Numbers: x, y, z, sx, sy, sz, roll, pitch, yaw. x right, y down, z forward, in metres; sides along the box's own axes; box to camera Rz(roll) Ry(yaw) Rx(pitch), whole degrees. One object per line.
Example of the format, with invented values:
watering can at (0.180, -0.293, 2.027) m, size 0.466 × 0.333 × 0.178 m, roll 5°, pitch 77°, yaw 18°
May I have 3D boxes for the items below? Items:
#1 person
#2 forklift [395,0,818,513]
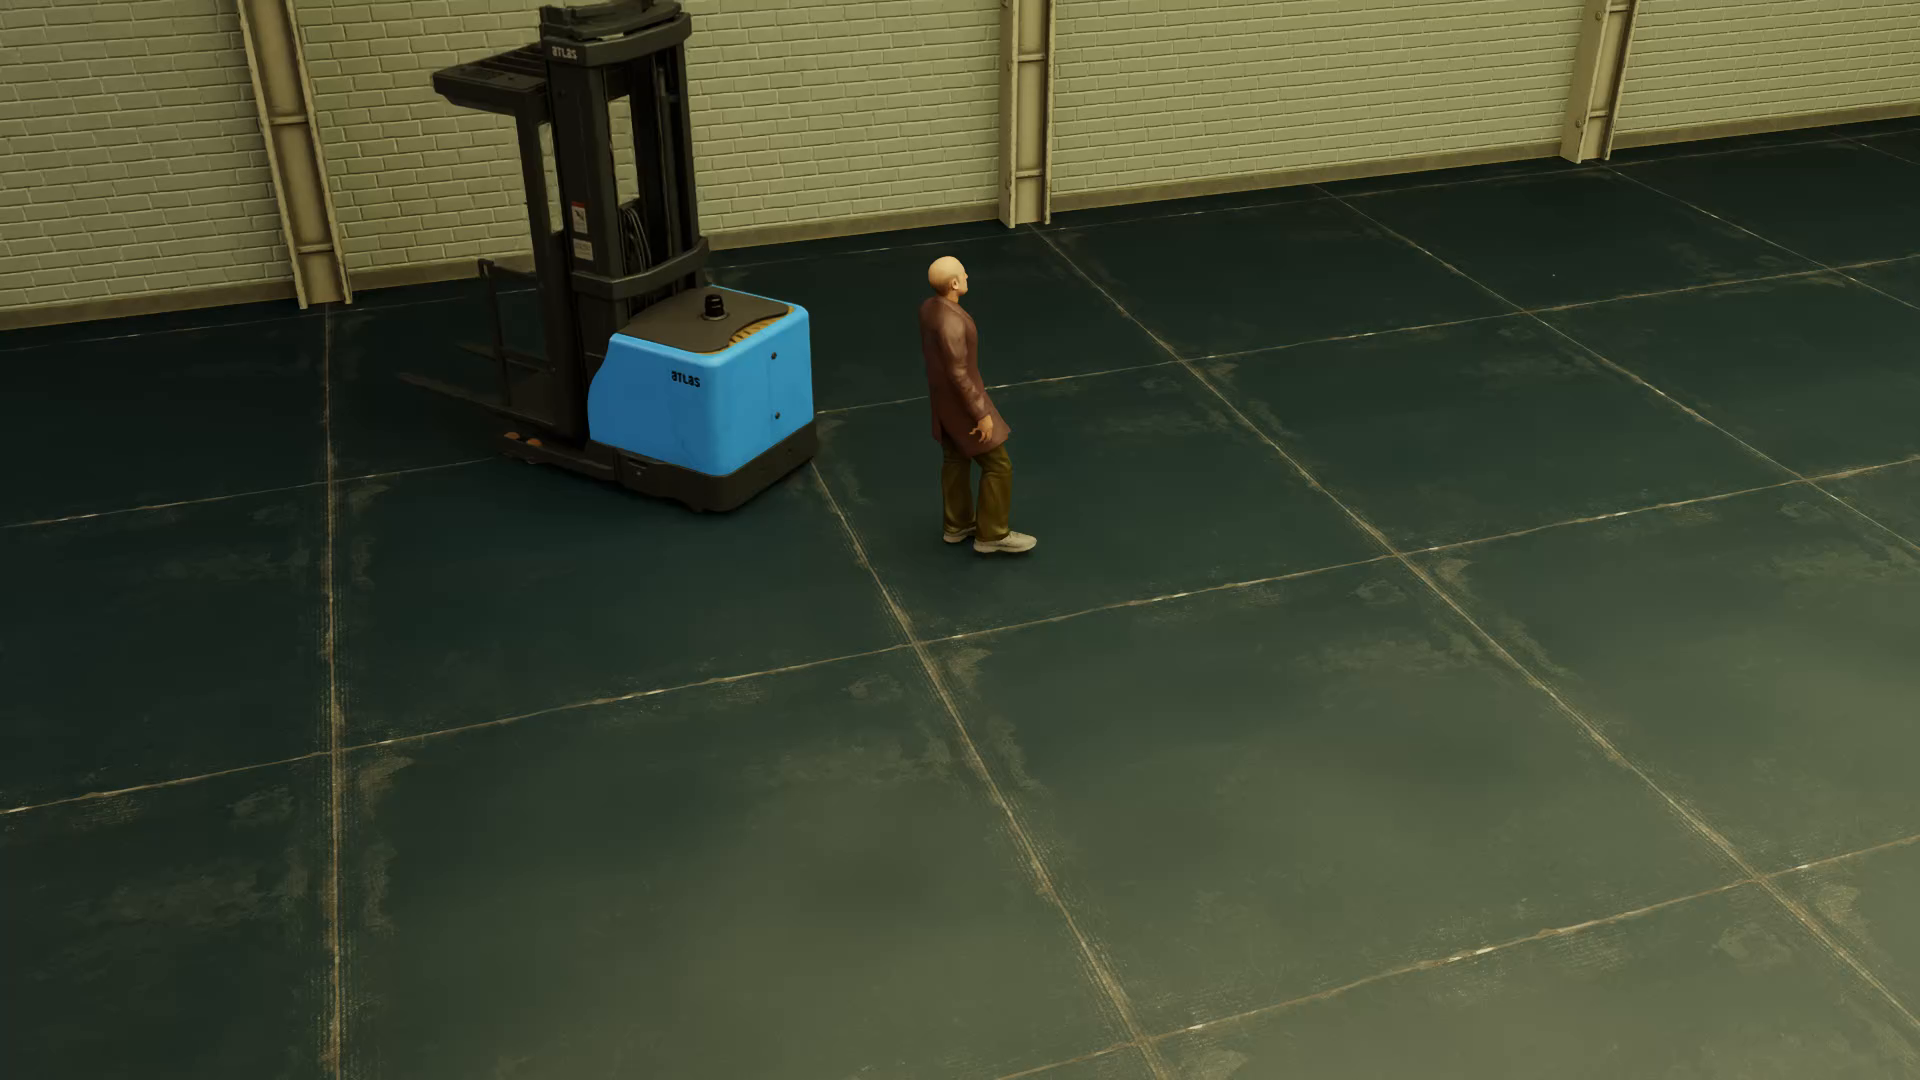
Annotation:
person at (0.088, -0.789, 9.600) m, size 0.583 × 1.774 × 0.694 m, roll -10°, pitch 31°, yaw -16°
forklift at (-2.462, -1.973, 10.516) m, size 3.031 × 2.935 × 1.130 m, roll 17°, pitch 34°, yaw 26°
